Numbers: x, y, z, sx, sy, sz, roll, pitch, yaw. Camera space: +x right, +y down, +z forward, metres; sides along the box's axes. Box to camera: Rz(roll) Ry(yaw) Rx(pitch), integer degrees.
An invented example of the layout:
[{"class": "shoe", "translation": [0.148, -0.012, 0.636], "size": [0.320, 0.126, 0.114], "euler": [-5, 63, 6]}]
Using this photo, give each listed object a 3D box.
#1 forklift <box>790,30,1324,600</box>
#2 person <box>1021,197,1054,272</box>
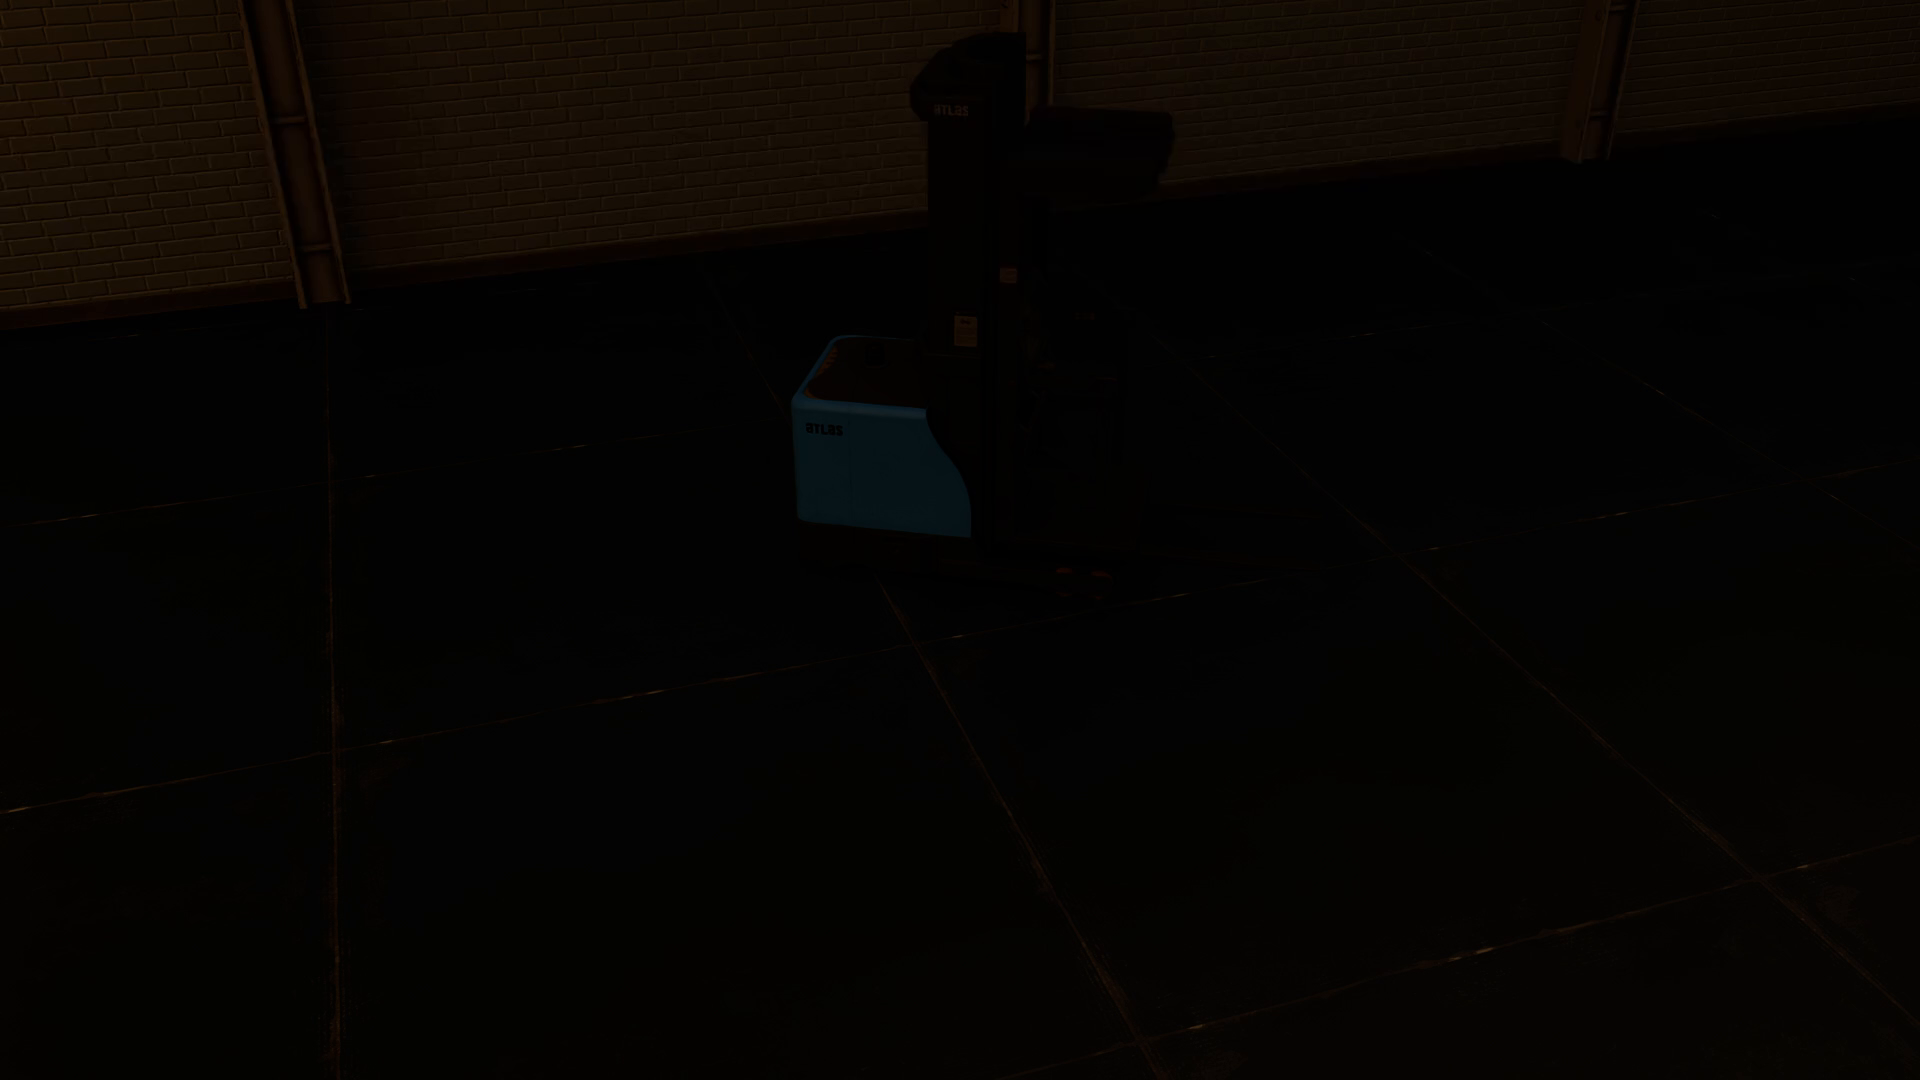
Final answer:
[{"class": "forklift", "translation": [0.604, -1.217, 9.203], "size": [3.031, 2.935, 1.130], "euler": [6, 30, 9]}, {"class": "person", "translation": [0.461, -2.202, 12.301], "size": [0.587, 1.614, 0.692], "euler": [-6, 31, -11]}]
